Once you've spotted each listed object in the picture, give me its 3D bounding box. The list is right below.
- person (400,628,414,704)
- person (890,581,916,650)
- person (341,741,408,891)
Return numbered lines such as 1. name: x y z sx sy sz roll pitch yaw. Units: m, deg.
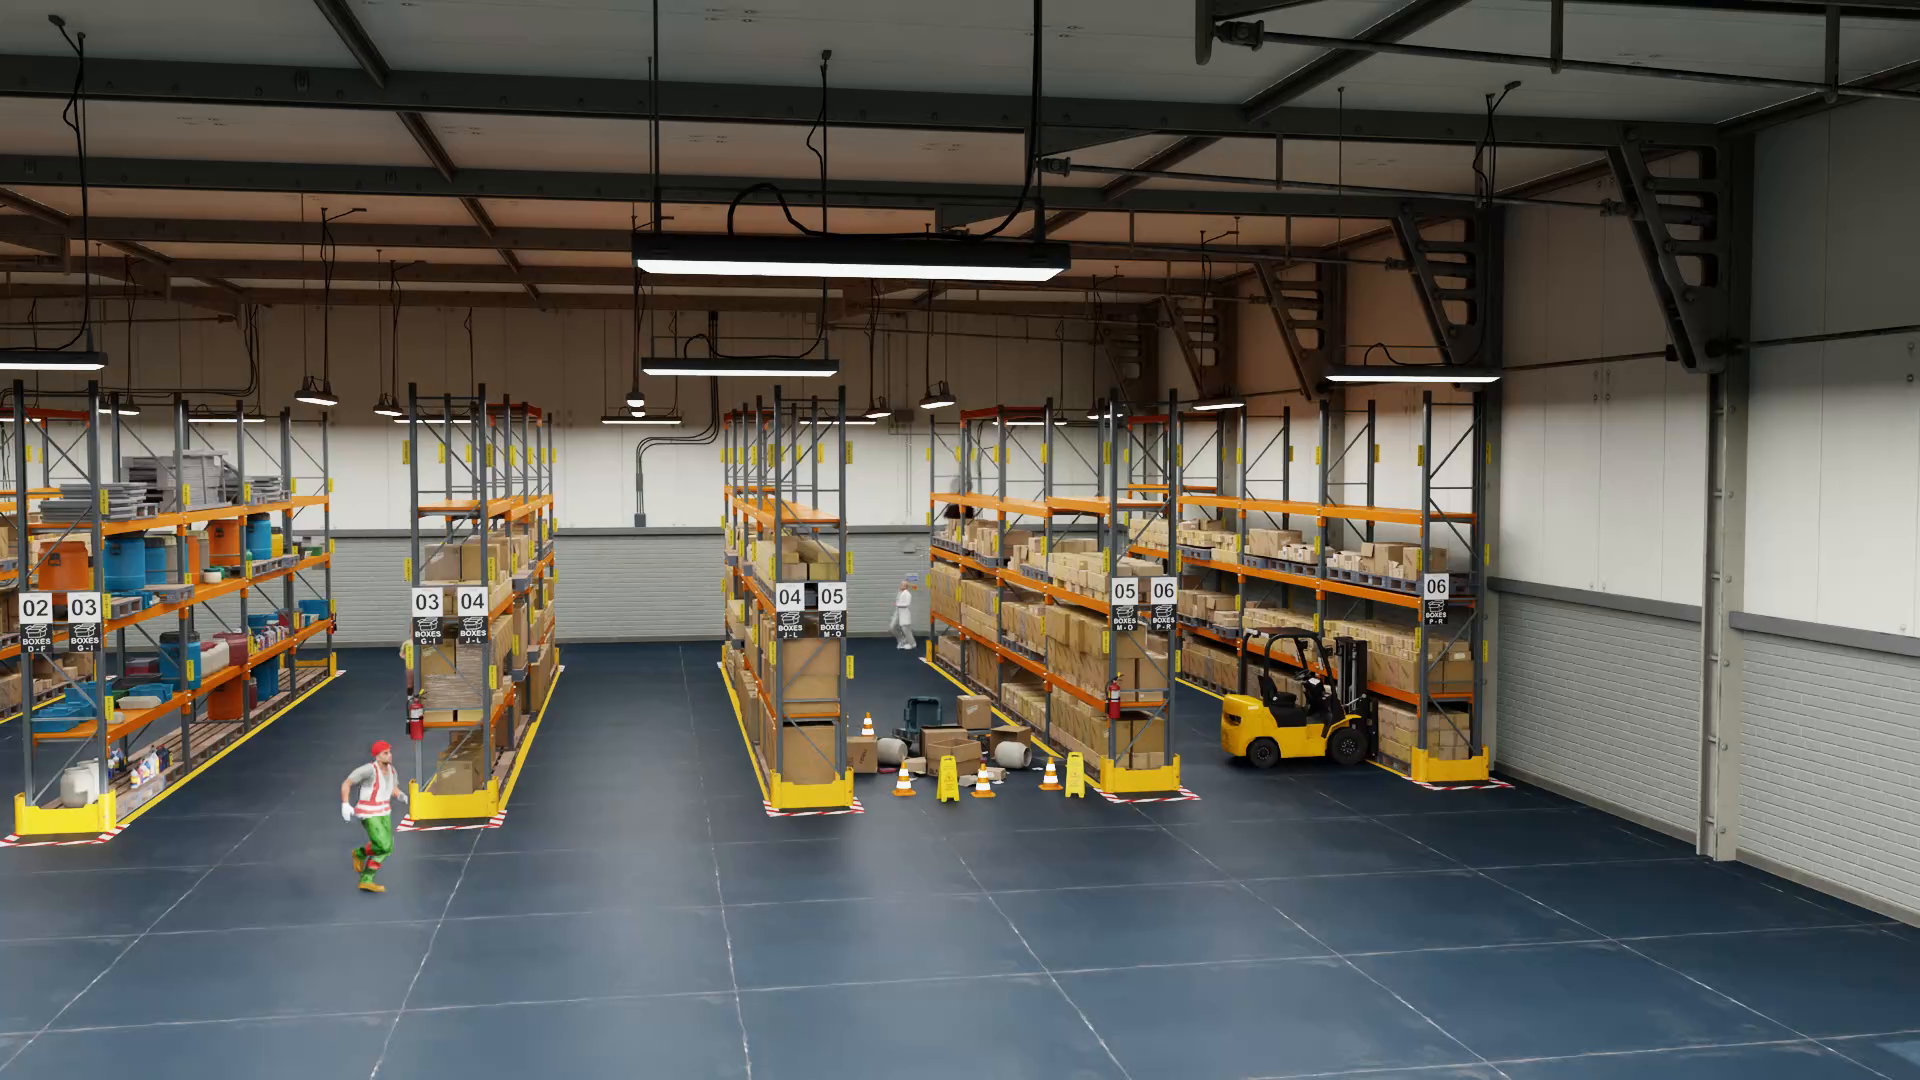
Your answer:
1. person: -10.786 2.519 32.911 0.574 1.626 0.619 -1 3 -24
2. person: -1.487 1.949 42.879 0.765 1.793 0.676 -2 3 -33
3. person: -6.695 3.175 19.122 0.671 1.728 0.709 1 3 22
